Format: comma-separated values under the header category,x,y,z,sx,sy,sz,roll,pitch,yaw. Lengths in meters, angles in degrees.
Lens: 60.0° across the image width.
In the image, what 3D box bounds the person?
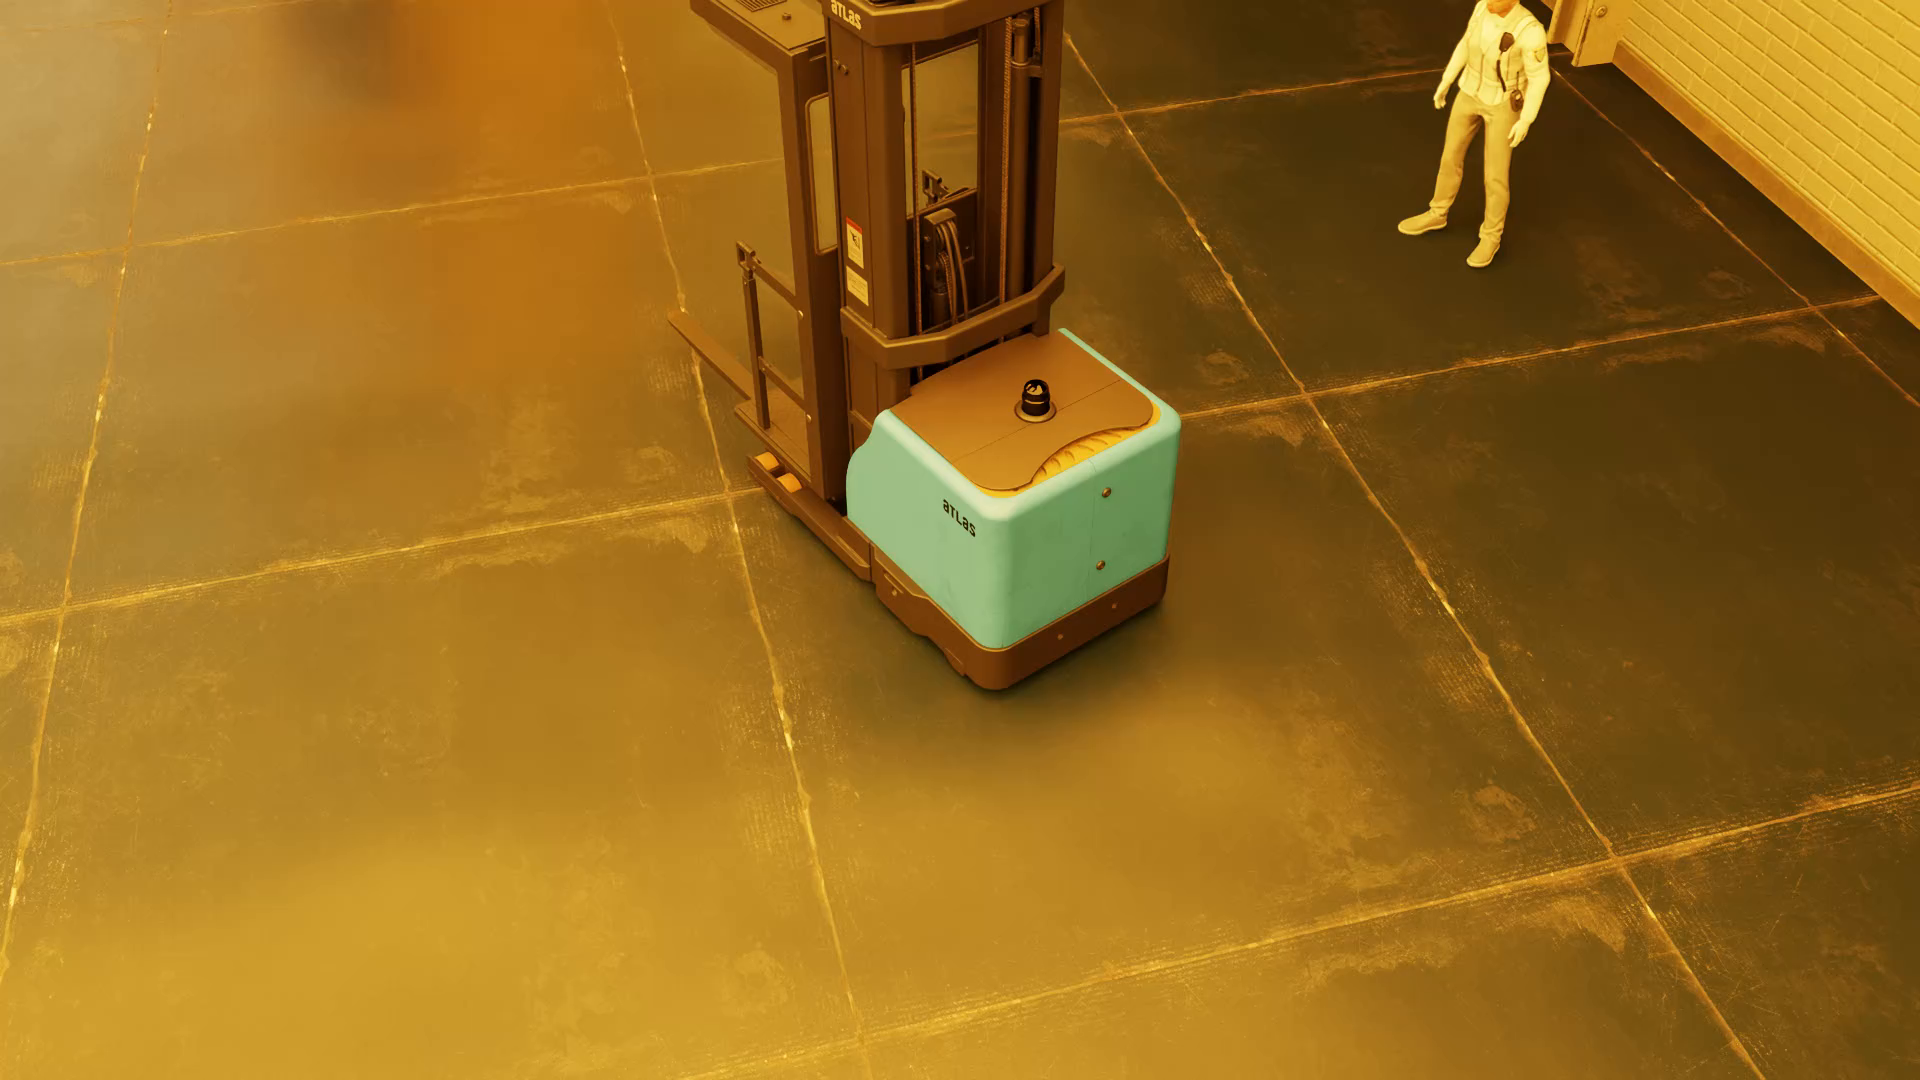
category,x,y,z,sx,sy,sz,roll,pitch,yaw
person,2.859,-2.356,9.064,0.412,1.670,0.633,-27,50,-26

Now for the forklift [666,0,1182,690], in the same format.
category,x,y,z,sx,sy,sz,roll,pitch,yaw
forklift,-0.366,-1.399,7.126,1.130,2.935,3.031,-27,50,-26
